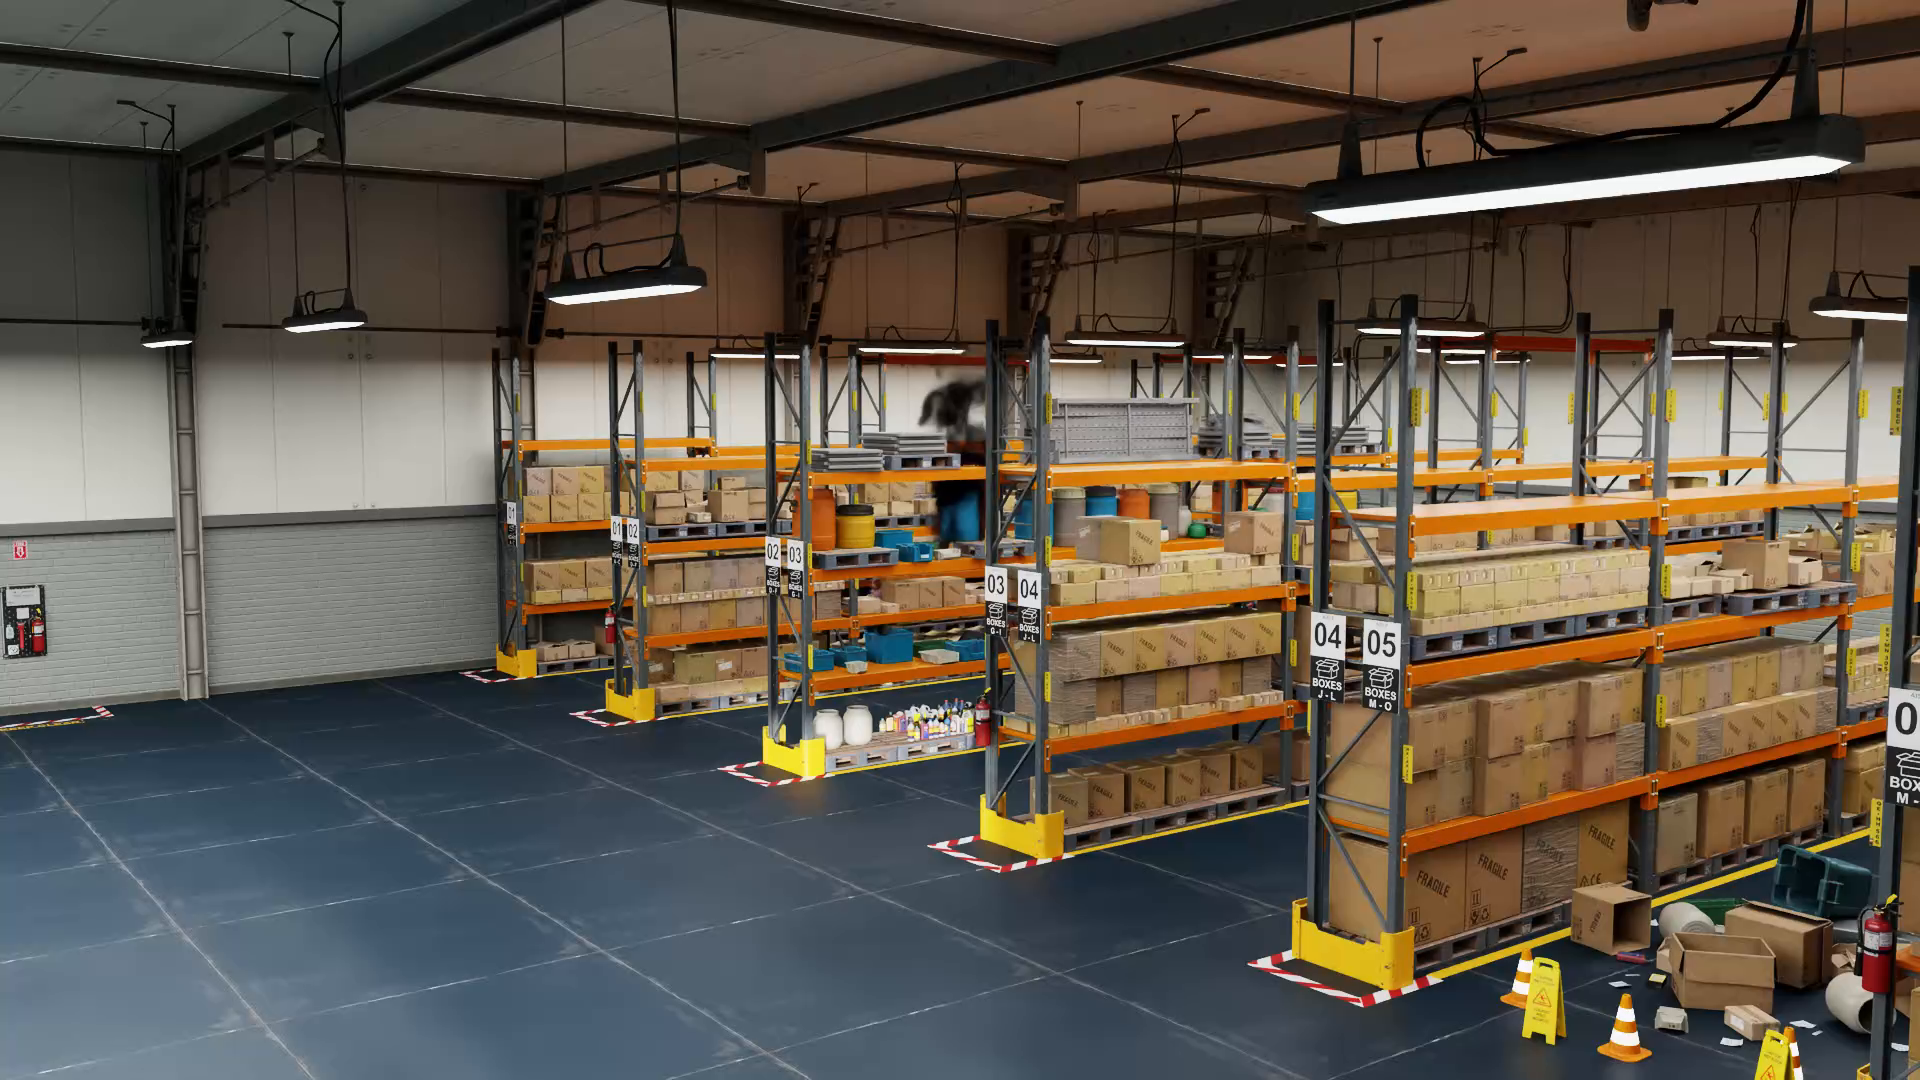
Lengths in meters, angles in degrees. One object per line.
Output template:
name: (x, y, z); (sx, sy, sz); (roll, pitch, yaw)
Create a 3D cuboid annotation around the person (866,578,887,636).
person: (-1.624, 1.515, 32.397); (0.543, 1.576, 0.877); (5, 7, 43)
